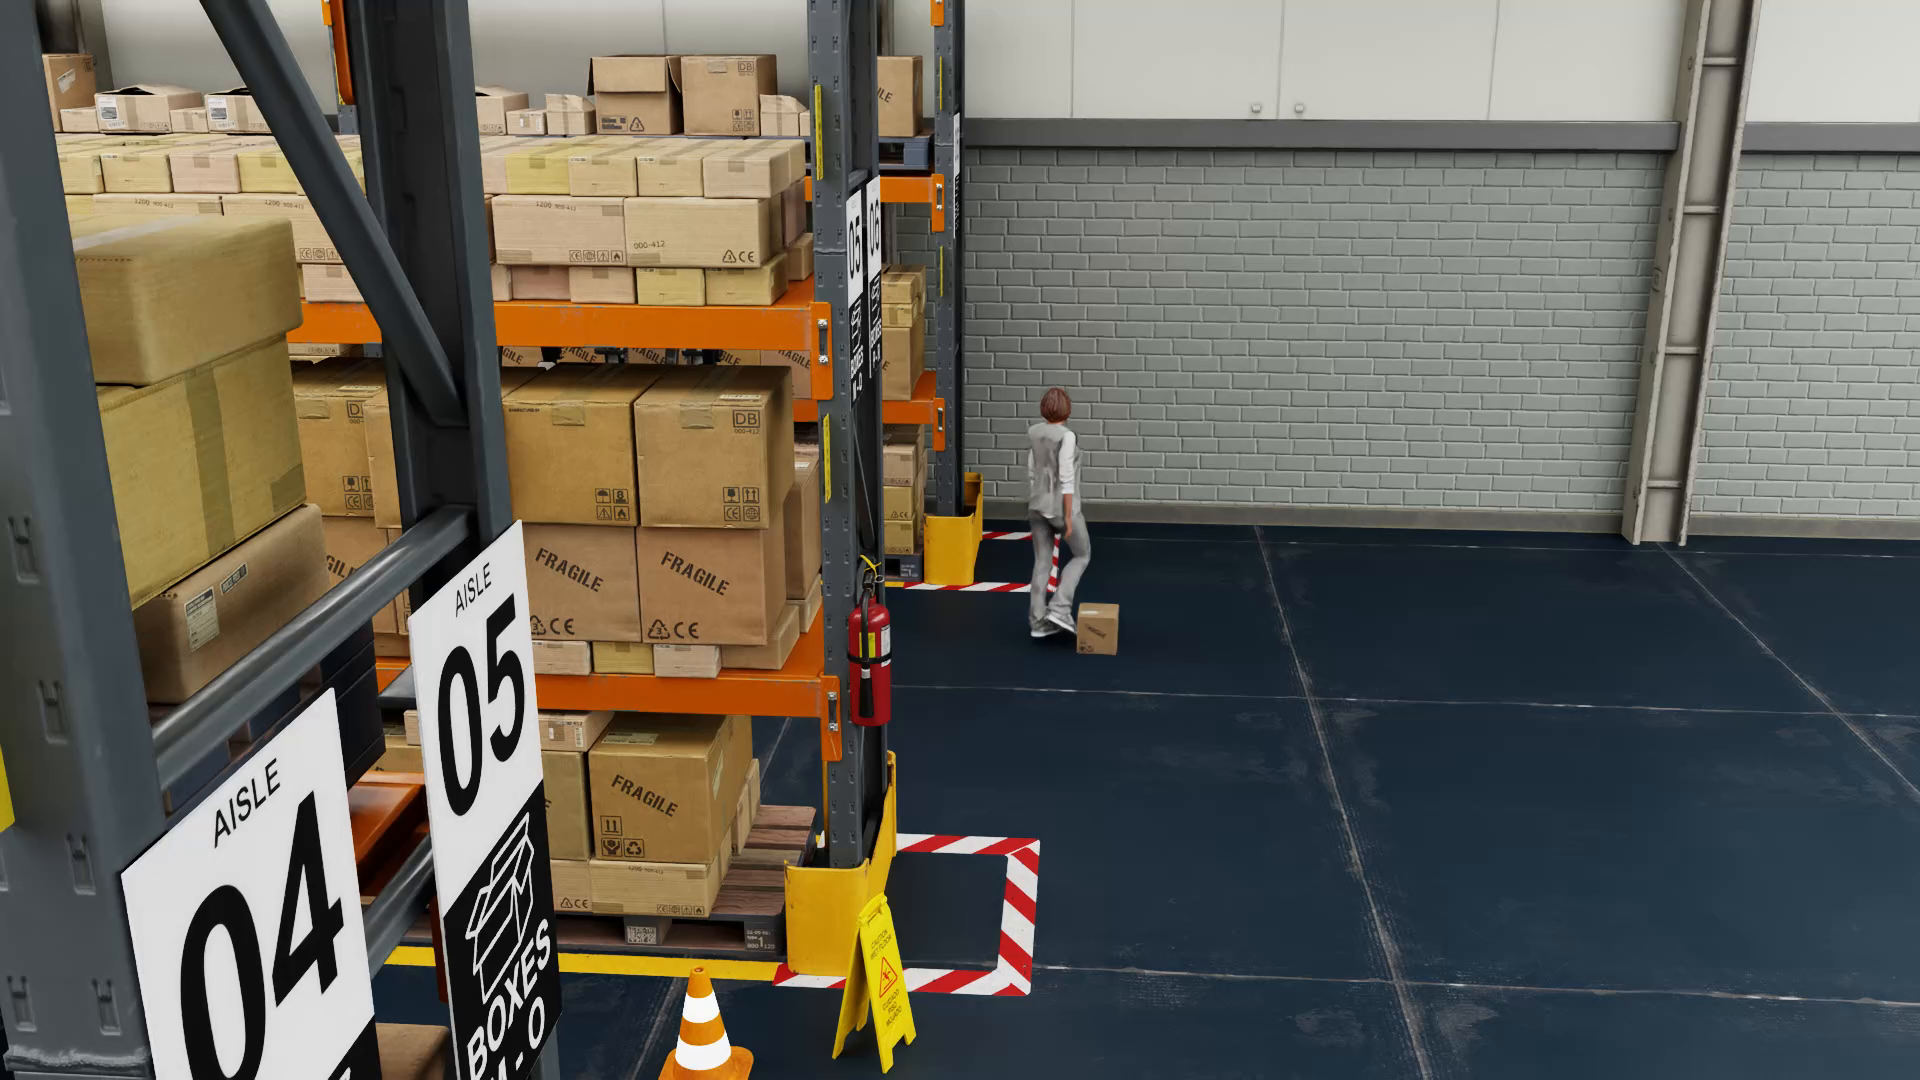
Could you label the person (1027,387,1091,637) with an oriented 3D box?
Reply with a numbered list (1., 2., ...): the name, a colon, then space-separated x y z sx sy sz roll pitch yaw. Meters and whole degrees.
1. person: 0.589 -0.166 10.515 0.513 1.583 0.474 15 23 39
